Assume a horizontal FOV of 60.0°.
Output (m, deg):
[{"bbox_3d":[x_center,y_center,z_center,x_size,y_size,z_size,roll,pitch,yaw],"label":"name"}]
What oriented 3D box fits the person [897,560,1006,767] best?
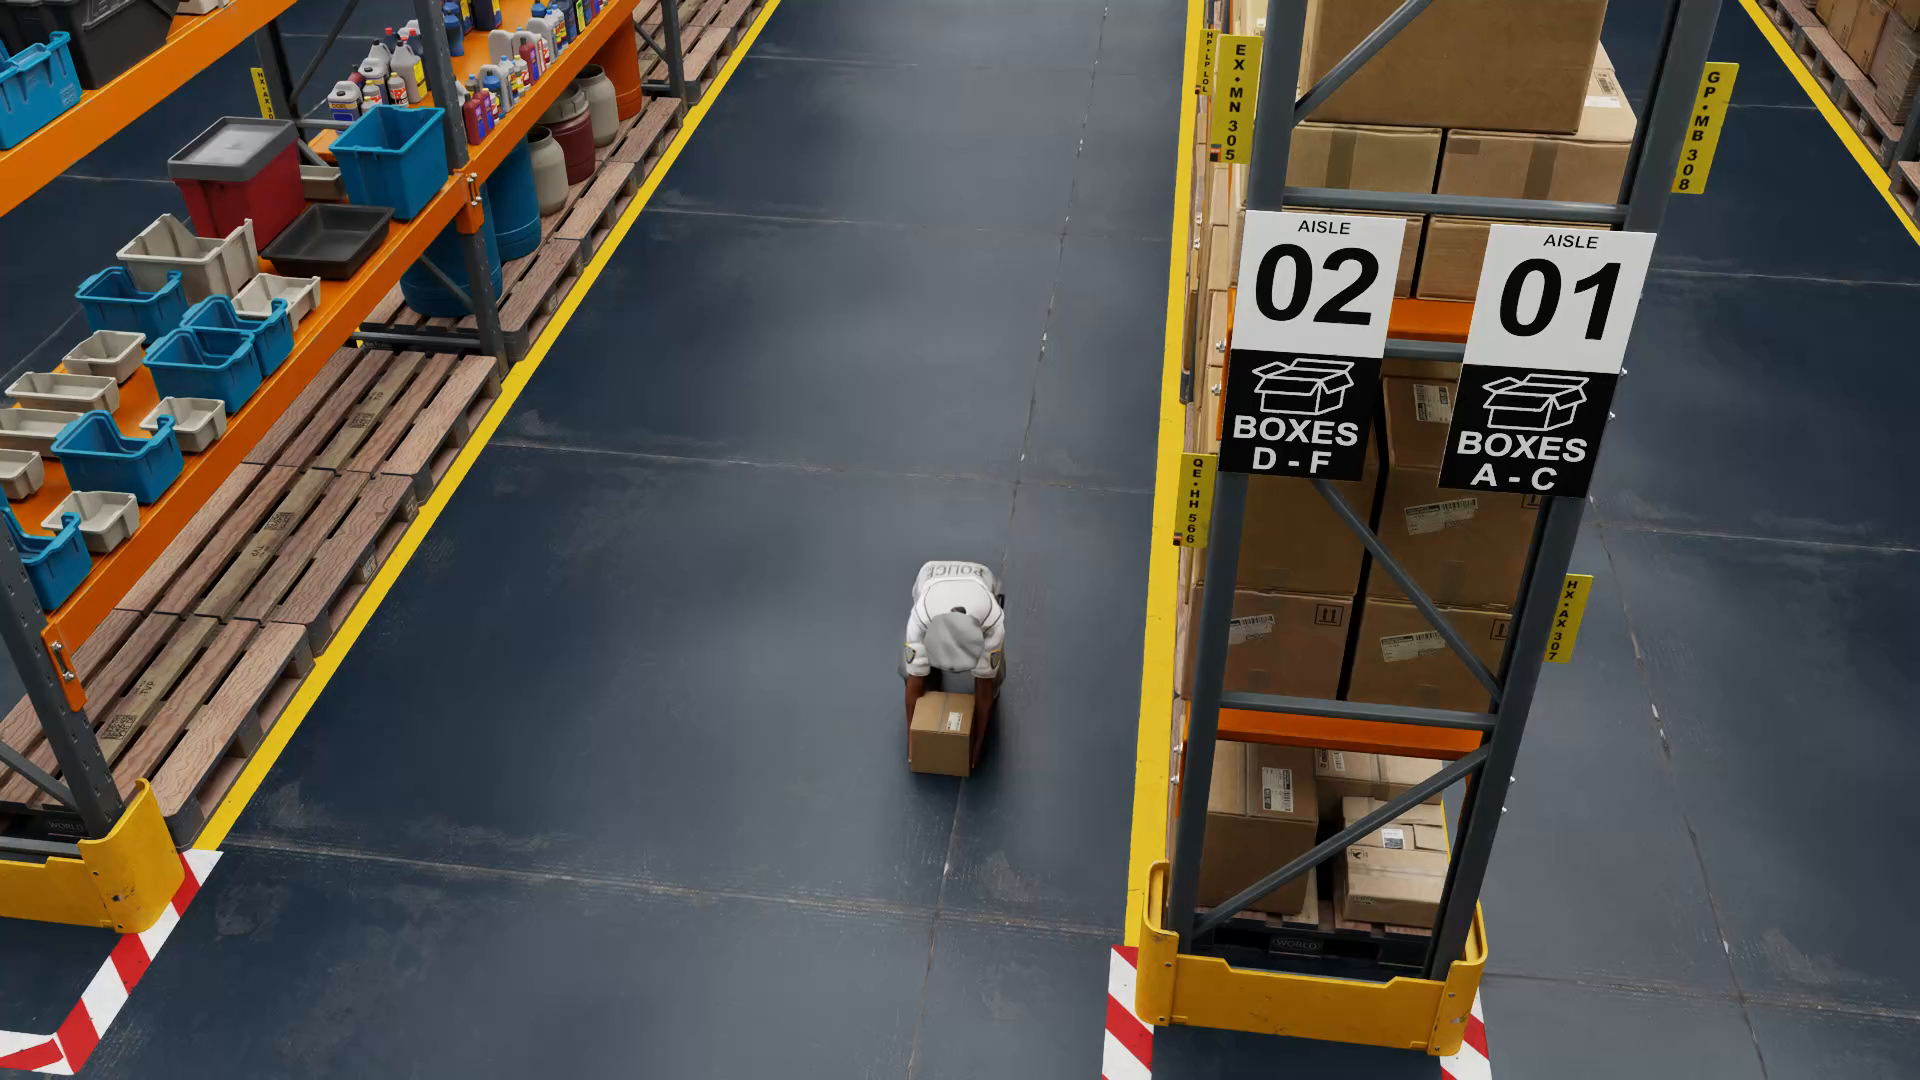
[{"bbox_3d":[-0.030,0.467,7.208,0.475,0.847,0.898,4,37,5],"label":"person"}]
